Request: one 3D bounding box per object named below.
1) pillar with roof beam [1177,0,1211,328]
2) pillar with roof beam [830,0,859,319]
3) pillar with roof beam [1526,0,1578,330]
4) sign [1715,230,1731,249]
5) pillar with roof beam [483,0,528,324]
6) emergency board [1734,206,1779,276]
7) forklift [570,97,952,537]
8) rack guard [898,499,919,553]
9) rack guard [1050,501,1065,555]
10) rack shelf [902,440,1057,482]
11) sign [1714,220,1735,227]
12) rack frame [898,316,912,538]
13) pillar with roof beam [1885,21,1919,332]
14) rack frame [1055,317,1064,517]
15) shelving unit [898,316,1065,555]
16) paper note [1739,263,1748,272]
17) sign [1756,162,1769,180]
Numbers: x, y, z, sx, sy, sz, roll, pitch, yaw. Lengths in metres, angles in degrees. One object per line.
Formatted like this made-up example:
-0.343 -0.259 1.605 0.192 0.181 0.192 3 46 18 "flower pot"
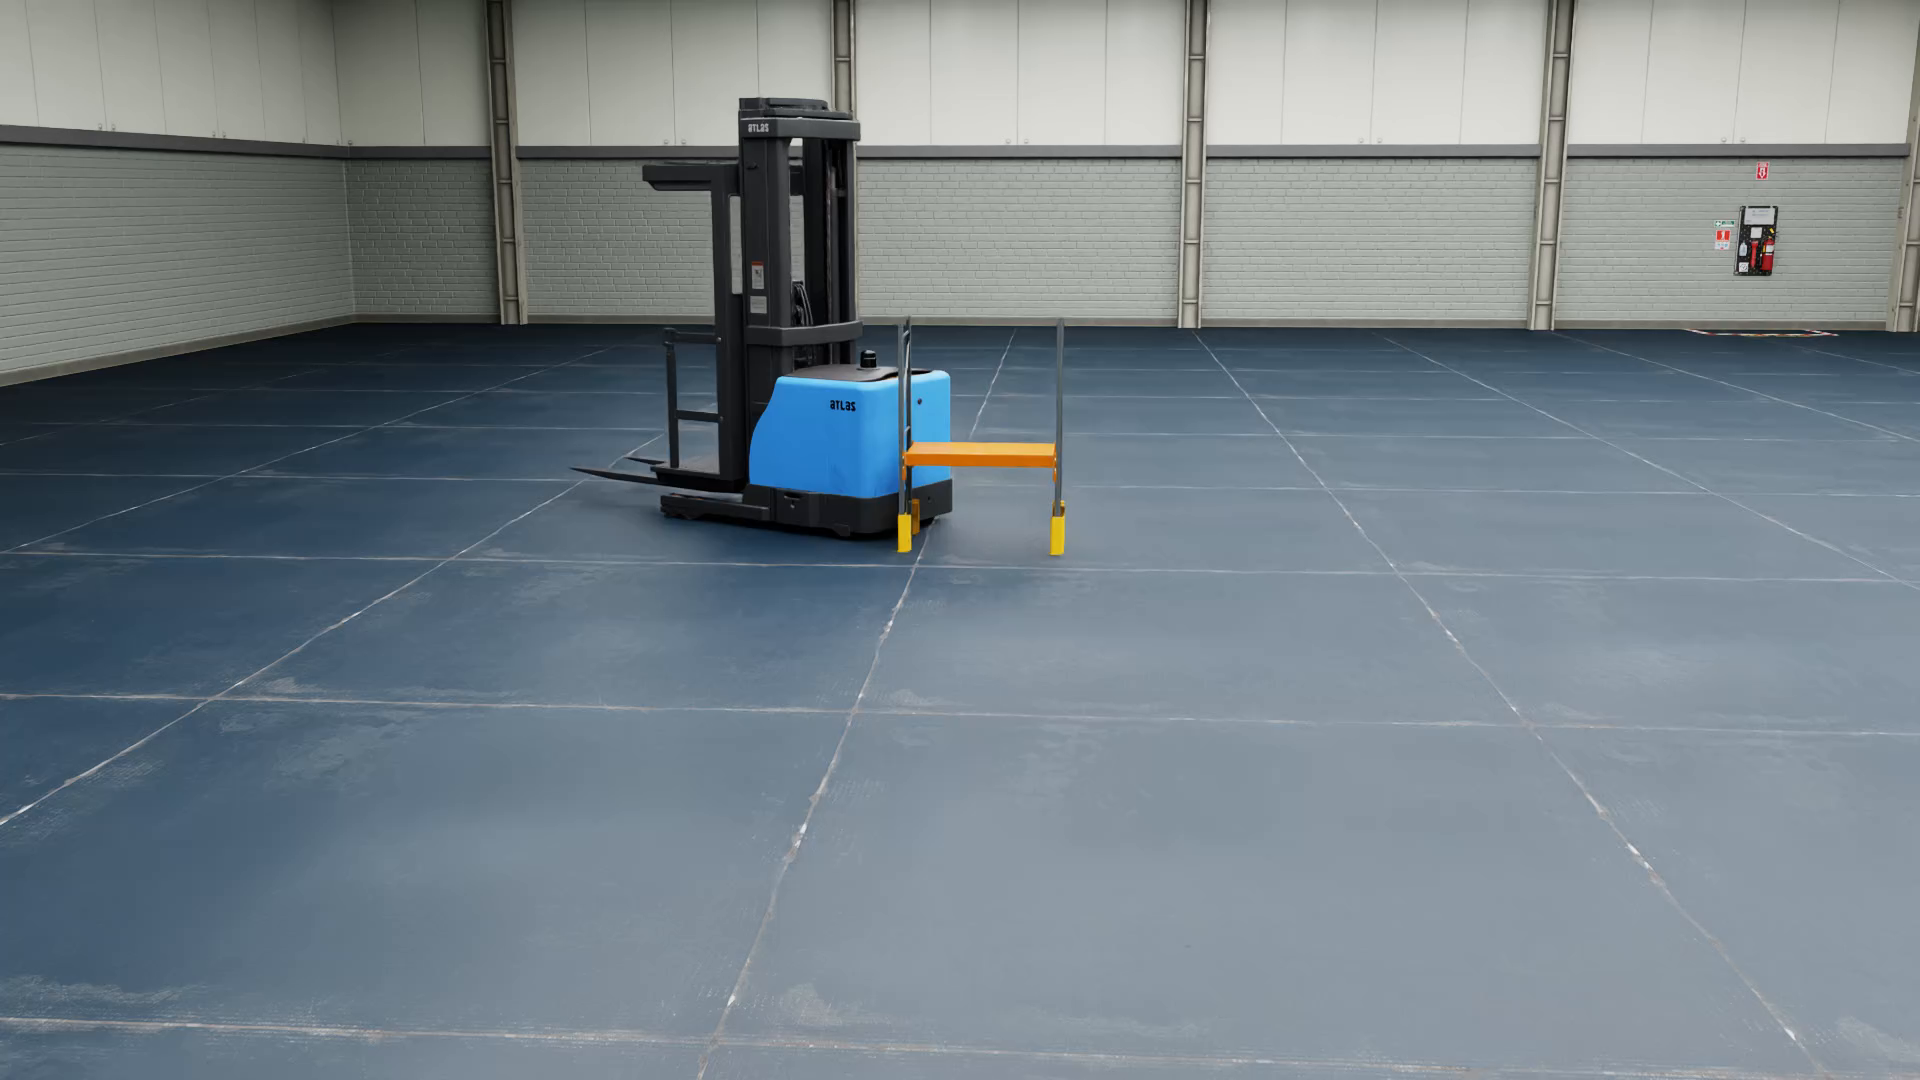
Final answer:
3.705 -7.236 23.882 0.400 9.000 9.100 1 12 4 "pillar with roof beam"
-2.281 -7.318 24.274 0.400 9.000 9.100 1 12 4 "pillar with roof beam"
9.692 -7.154 23.490 0.400 9.000 9.100 1 12 4 "pillar with roof beam"
12.958 -5.103 28.248 0.234 0.329 0.001 1 12 4 "sign"
-8.268 -7.400 24.667 0.400 9.000 9.100 1 12 4 "pillar with roof beam"
13.503 -5.056 28.115 0.643 1.169 0.194 1 12 4 "emergency board"
-1.566 -1.660 12.045 3.031 2.935 1.130 8 14 33 "forklift"
-0.343 -0.098 11.128 0.087 0.250 0.587 1 12 4 "rack guard"
0.650 -0.082 11.050 0.087 0.250 0.587 1 12 4 "rack guard"
0.145 -0.526 10.999 1.000 0.185 0.538 1 12 4 "rack shelf"
12.962 -5.360 28.185 0.331 0.109 0.001 1 12 4 "sign"
-0.362 -0.710 11.001 0.032 1.500 0.500 1 12 4 "rack frame"
15.679 -7.072 23.097 0.400 9.000 9.100 1 12 4 "pillar with roof beam"
0.652 -0.694 10.922 0.032 1.500 0.500 1 12 4 "rack frame"
0.154 -0.702 10.961 1.083 1.500 0.587 1 12 4 "shelving unit"
13.331 -4.642 28.284 0.142 0.148 0.016 1 12 4 "paper note"
13.502 -6.212 27.975 0.199 0.298 0.001 1 12 4 "sign"
